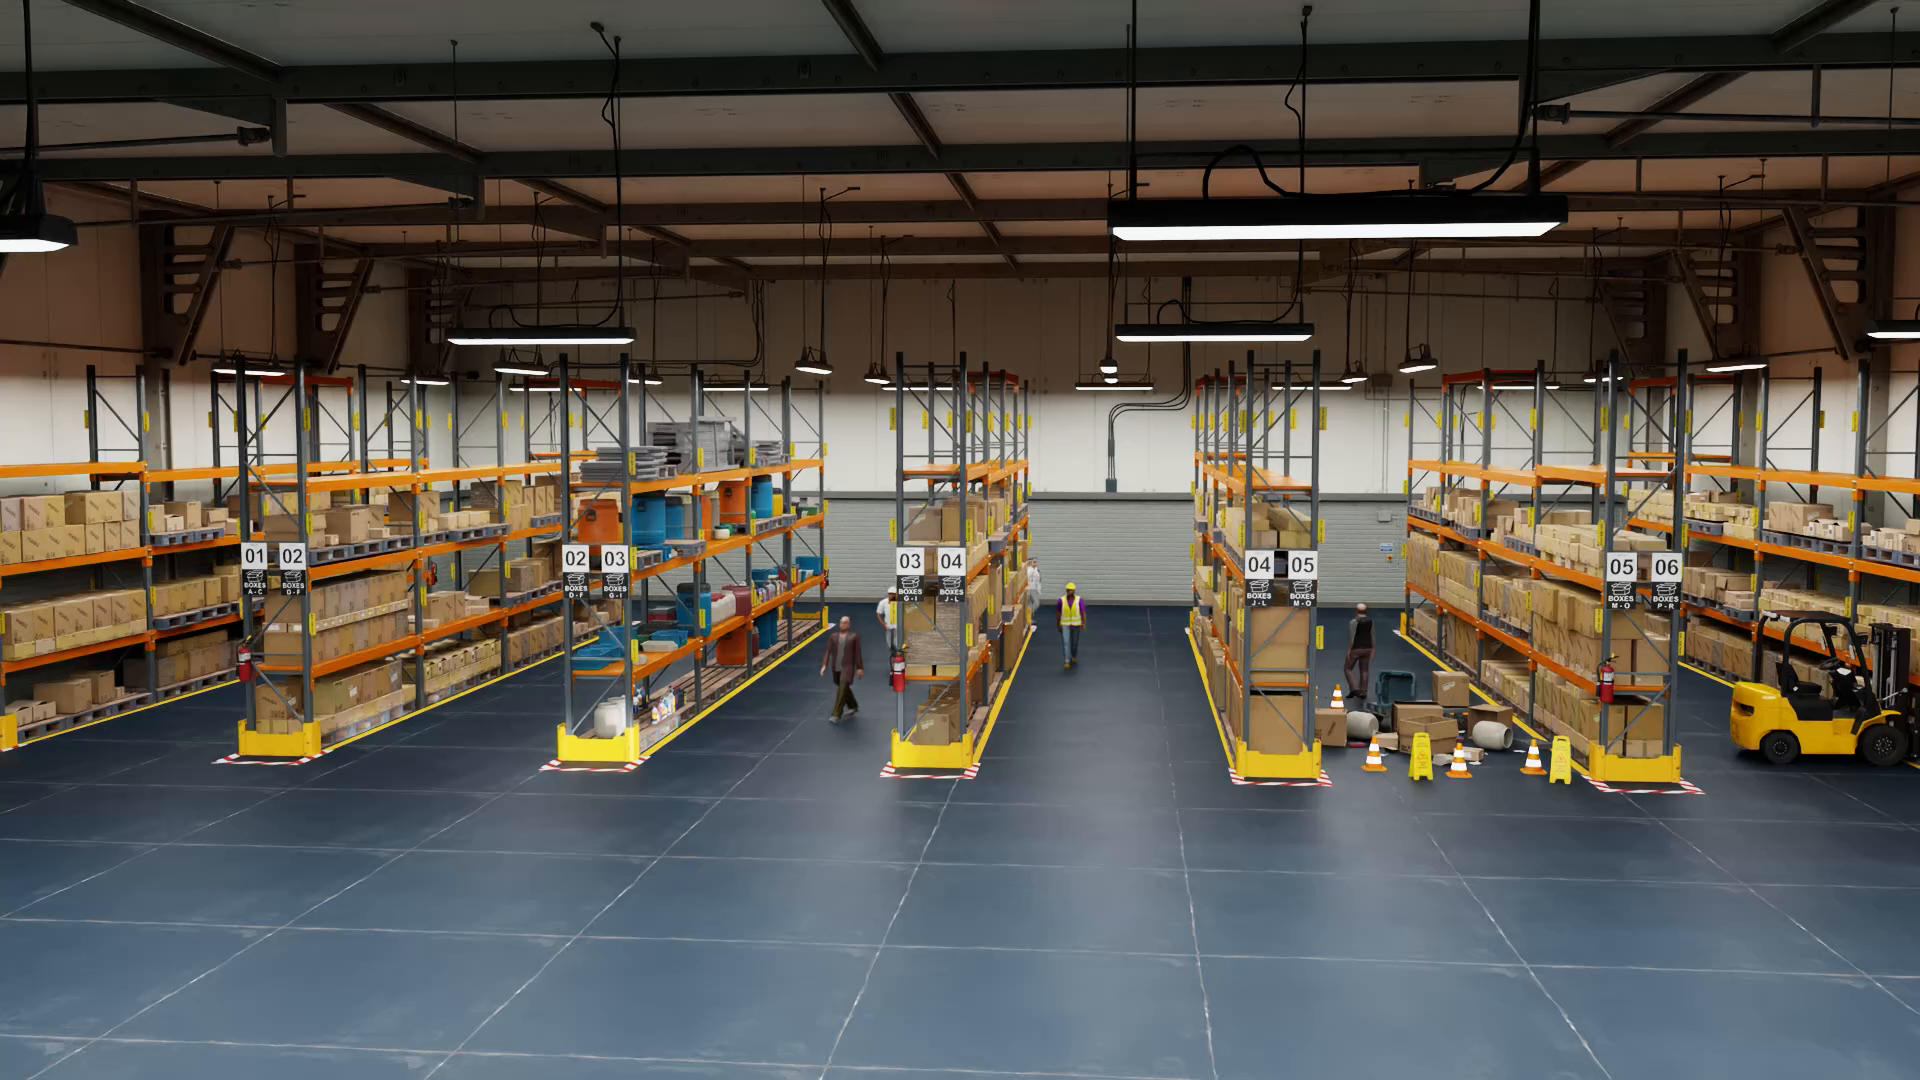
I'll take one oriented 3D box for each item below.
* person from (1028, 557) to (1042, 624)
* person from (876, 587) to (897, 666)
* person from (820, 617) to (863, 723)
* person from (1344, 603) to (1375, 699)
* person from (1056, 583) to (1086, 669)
[{"bbox_3d":[1.804,1.232,41.102,0.415,1.670,0.467,1,4,17],"label":"person"},{"bbox_3d":[-1.330,1.763,33.878,0.714,1.668,0.690,1,4,14],"label":"person"},{"bbox_3d":[-1.998,2.264,27.773,0.576,1.492,1.121,2,5,29],"label":"person"},{"bbox_3d":[7.233,2.018,30.071,0.567,1.748,0.389,-1,4,-20],"label":"person"},{"bbox_3d":[2.264,1.728,33.860,0.600,1.711,1.081,0,4,3],"label":"person"}]
